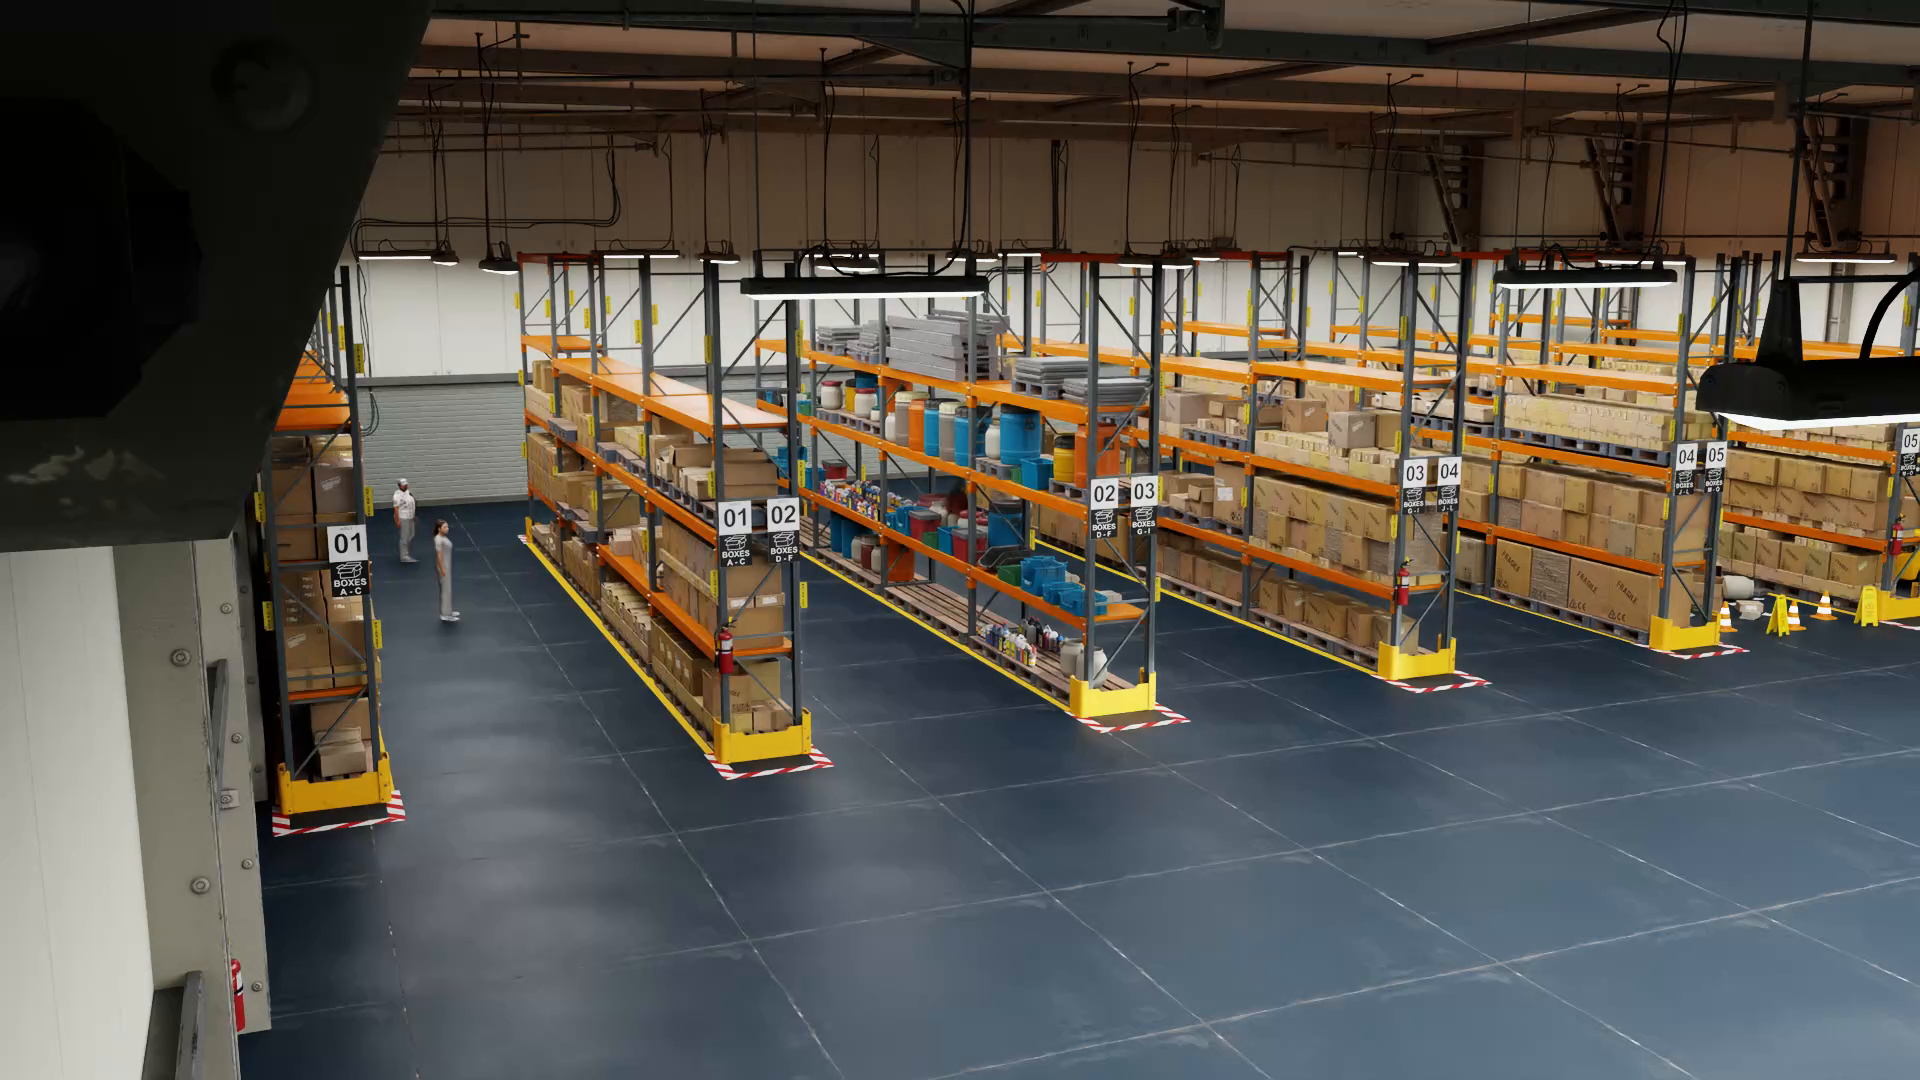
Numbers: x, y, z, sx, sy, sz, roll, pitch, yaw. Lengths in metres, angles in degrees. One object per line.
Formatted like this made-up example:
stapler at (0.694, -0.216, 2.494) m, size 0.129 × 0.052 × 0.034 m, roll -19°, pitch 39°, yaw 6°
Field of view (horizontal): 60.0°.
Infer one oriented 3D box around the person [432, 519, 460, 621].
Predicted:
person at (-8.571, 0.495, 27.728) m, size 0.373 × 1.699 × 0.539 m, roll -4°, pitch 11°, yaw -20°

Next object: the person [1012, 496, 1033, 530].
person at (1.153, -0.309, 32.037) m, size 0.483 × 1.665 × 0.486 m, roll -9°, pitch 13°, yaw -39°

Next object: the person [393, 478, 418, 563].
person at (-10.860, -0.383, 32.619) m, size 0.418 × 1.714 × 0.553 m, roll -1°, pitch 10°, yaw -3°
